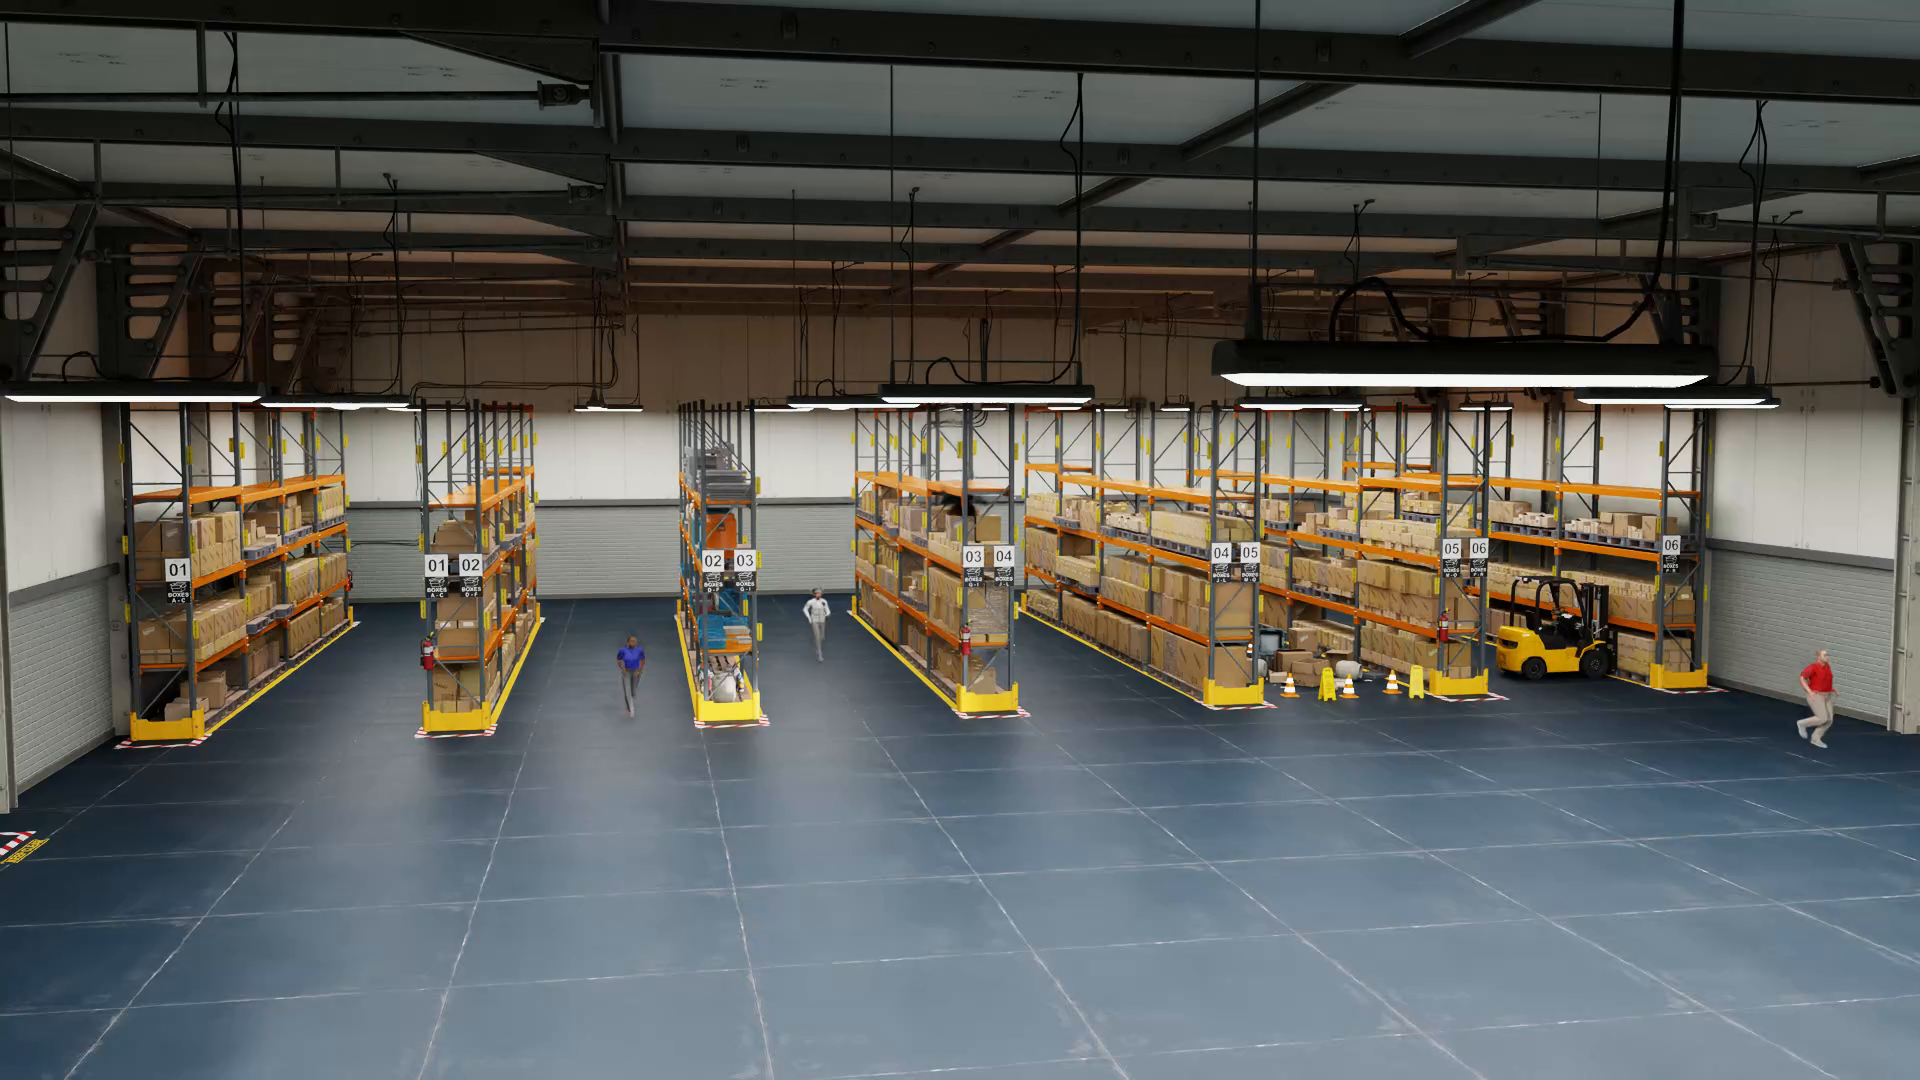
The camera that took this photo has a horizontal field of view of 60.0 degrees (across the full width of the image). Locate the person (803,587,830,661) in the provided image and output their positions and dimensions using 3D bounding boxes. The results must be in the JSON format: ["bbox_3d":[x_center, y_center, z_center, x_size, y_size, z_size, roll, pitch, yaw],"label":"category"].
[{"bbox_3d":[-3.339,1.944,38.973,0.620,1.701,0.753,-2,5,-20],"label":"person"}]

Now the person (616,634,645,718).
[{"bbox_3d":[-6.277,2.558,31.675,0.544,1.603,0.800,-1,5,-18],"label":"person"}]

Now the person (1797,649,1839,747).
[{"bbox_3d":[14.850,2.729,28.751,0.677,1.685,0.605,-2,5,-26],"label":"person"}]

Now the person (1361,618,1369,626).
[{"bbox_3d":[10.433,1.685,42.602,0.618,1.694,0.805,-1,4,-13],"label":"person"}]

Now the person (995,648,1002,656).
[{"bbox_3d":[0.825,1.825,39.808,0.667,1.793,0.914,-1,4,-7],"label":"person"}]
